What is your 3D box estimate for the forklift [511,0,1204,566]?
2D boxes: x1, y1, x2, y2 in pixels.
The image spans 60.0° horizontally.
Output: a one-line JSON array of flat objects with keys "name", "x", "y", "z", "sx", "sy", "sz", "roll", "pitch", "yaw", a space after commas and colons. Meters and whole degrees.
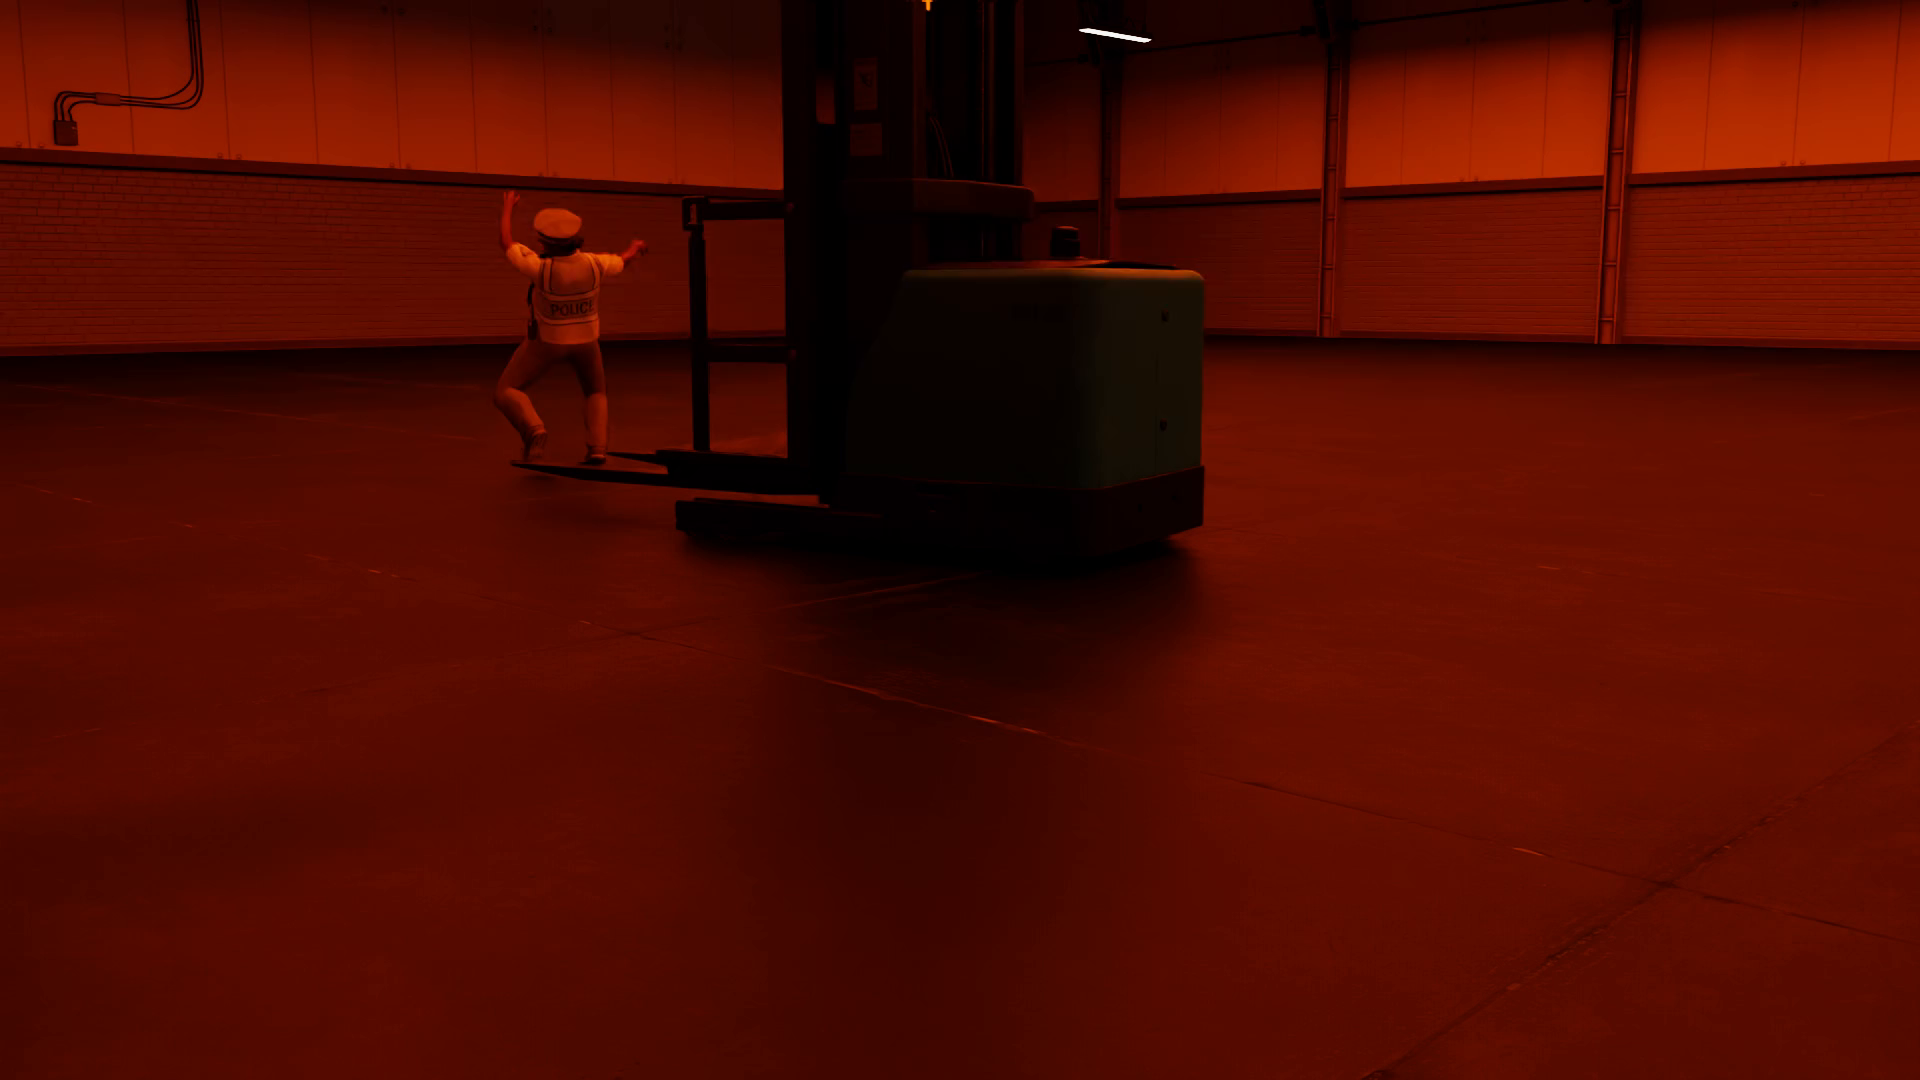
[{"name": "forklift", "x": -0.558, "y": -1.497, "z": 6.814, "sx": 3.031, "sy": 2.935, "sz": 1.130, "roll": 5, "pitch": 10, "yaw": 31}]

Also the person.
[{"name": "person", "x": -2.092, "y": -1.194, "z": 9.397, "sx": 0.993, "sy": 1.553, "sz": 0.701, "roll": -7, "pitch": 11, "yaw": -39}]
